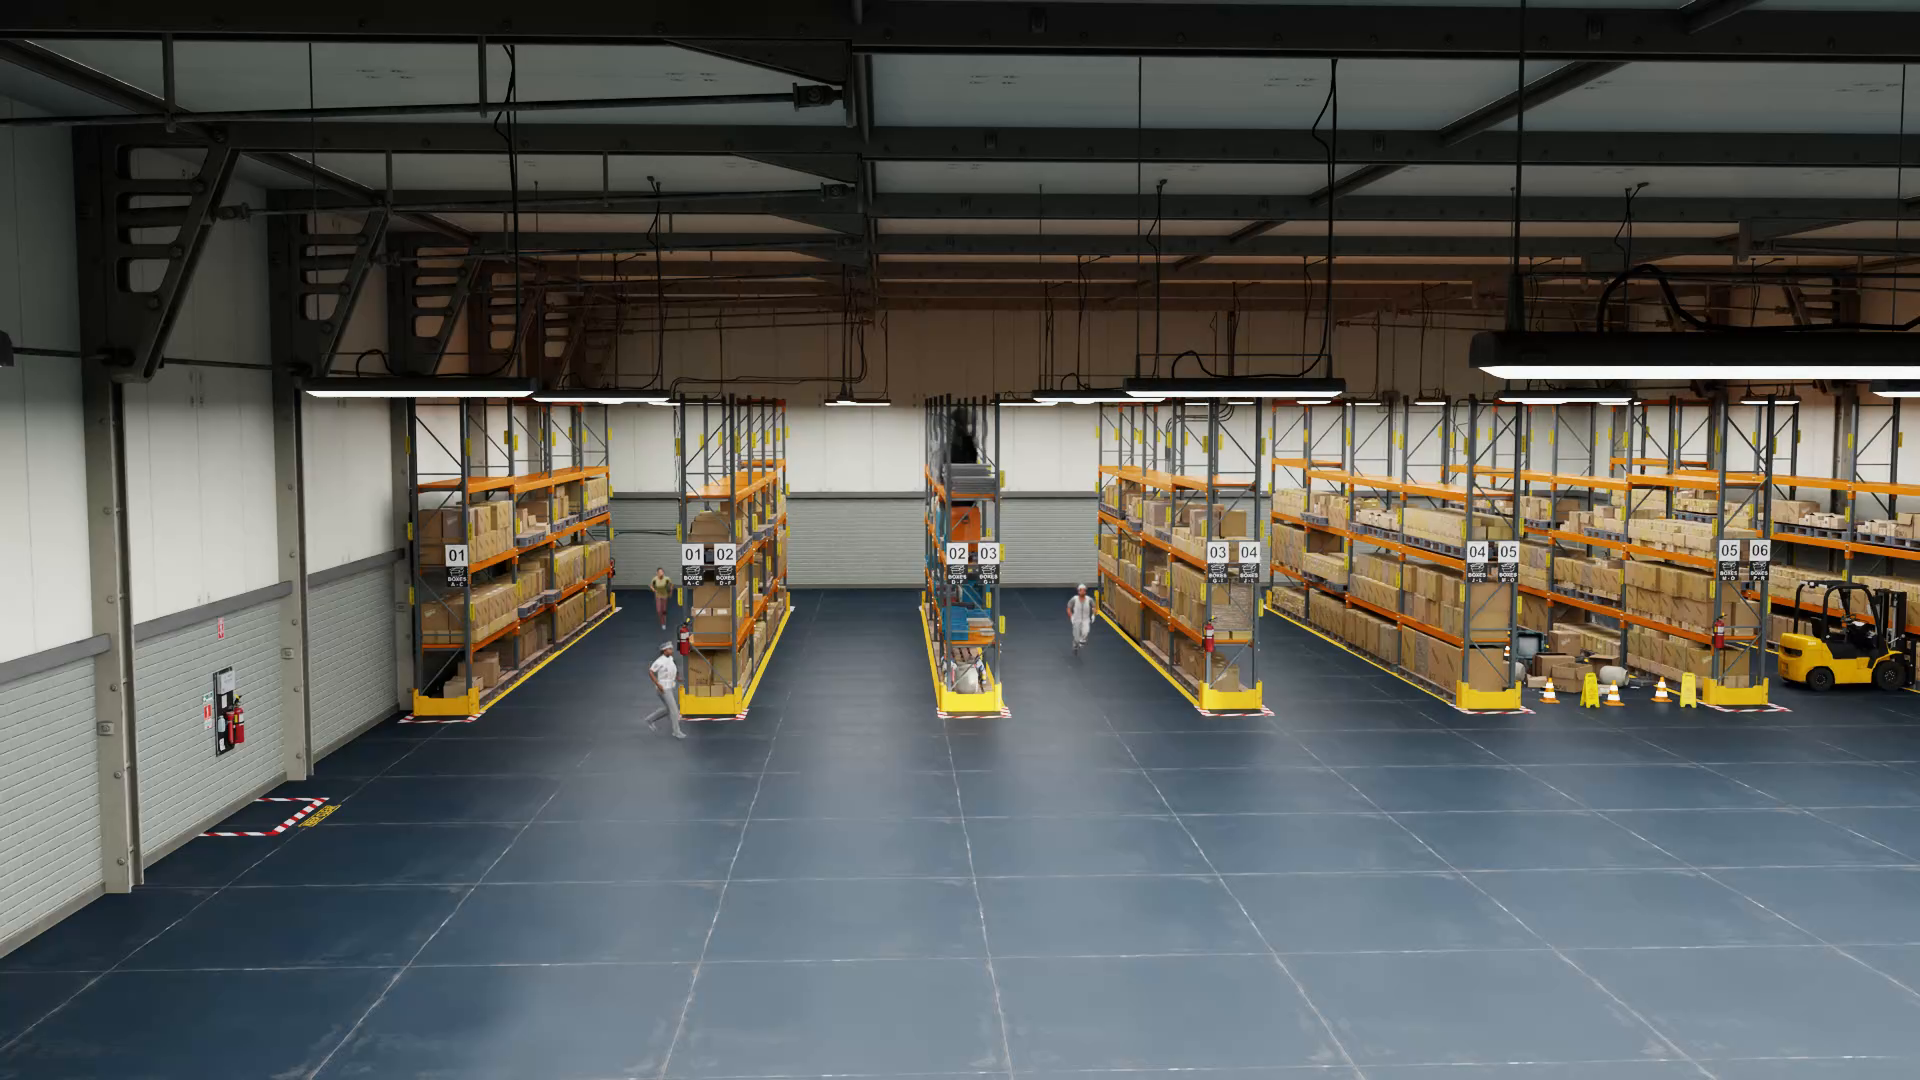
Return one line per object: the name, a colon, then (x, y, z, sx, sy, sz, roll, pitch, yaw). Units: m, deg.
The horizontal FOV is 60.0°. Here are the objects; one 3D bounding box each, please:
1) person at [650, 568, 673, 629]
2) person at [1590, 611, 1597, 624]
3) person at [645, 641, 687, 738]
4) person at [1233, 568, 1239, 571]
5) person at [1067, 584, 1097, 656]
person: (-7.771, 1.508, 43.322, 0.568, 1.612, 0.700, 0, 5, -3)
person: (16.032, 1.565, 42.259, 0.650, 1.674, 0.748, 0, 5, 2)
person: (-5.151, 2.597, 29.017, 0.836, 1.694, 0.599, 1, 5, 17)
person: (7.708, 1.295, 46.403, 0.600, 1.611, 0.822, 1, 5, 11)
person: (2.771, 1.833, 37.695, 0.681, 1.677, 0.783, 0, 5, -3)
